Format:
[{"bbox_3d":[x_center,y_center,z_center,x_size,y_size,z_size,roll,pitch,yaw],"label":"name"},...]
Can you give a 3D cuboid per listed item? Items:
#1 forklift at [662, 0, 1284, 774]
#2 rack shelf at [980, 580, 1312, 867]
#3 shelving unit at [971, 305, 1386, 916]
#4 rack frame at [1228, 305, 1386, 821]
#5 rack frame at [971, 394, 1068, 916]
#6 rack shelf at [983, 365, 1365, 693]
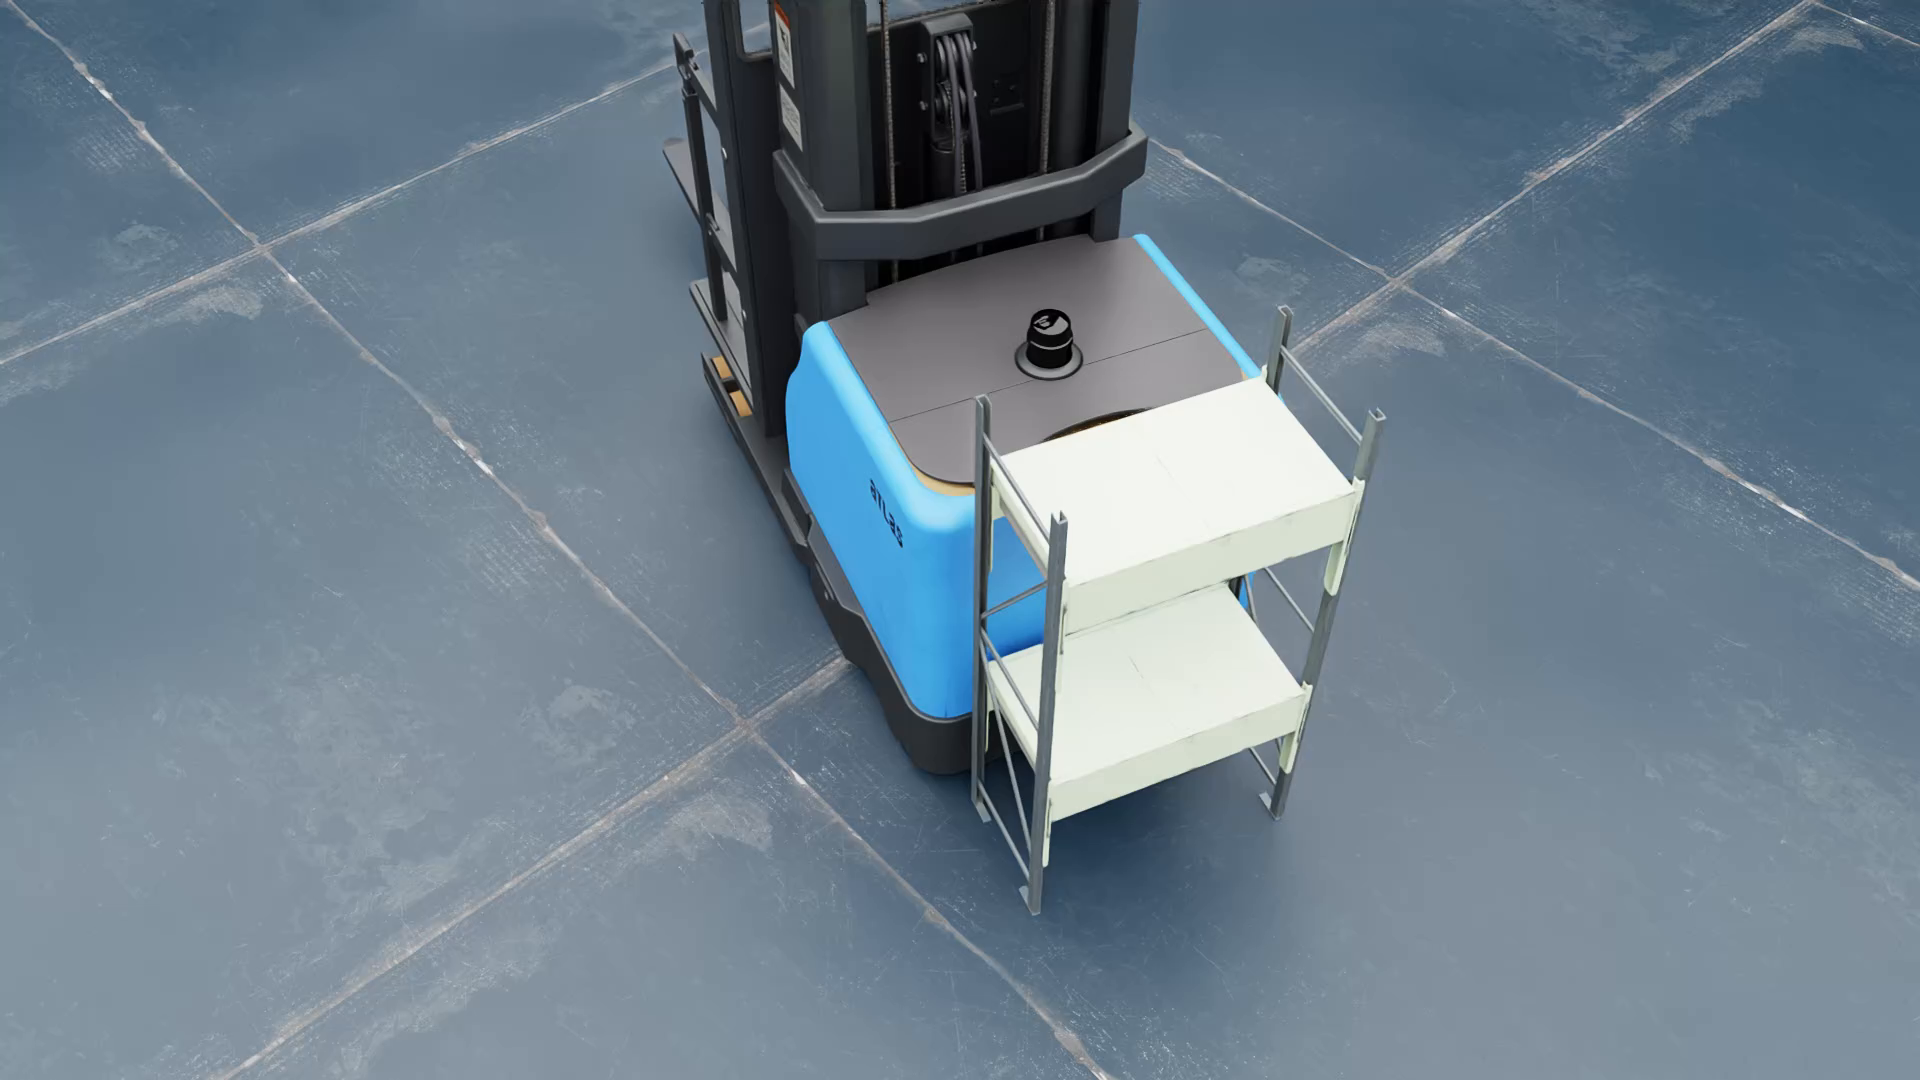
[{"bbox_3d":[-0.224,-1.451,4.594,1.130,2.935,3.031,-18,50,-16],"label":"forklift"},{"bbox_3d":[0.456,0.451,4.256,0.720,0.370,0.431,-18,50,-16],"label":"rack shelf"},{"bbox_3d":[0.457,0.231,4.016,0.755,1.500,0.431,-18,50,-16],"label":"shelving unit"},{"bbox_3d":[0.792,0.123,4.115,0.023,1.500,0.400,-18,50,-16],"label":"rack frame"},{"bbox_3d":[0.121,0.338,3.916,0.023,1.500,0.400,-18,50,-16],"label":"rack frame"},{"bbox_3d":[0.457,-0.033,3.728,0.720,0.370,0.431,-18,50,-16],"label":"rack shelf"}]
